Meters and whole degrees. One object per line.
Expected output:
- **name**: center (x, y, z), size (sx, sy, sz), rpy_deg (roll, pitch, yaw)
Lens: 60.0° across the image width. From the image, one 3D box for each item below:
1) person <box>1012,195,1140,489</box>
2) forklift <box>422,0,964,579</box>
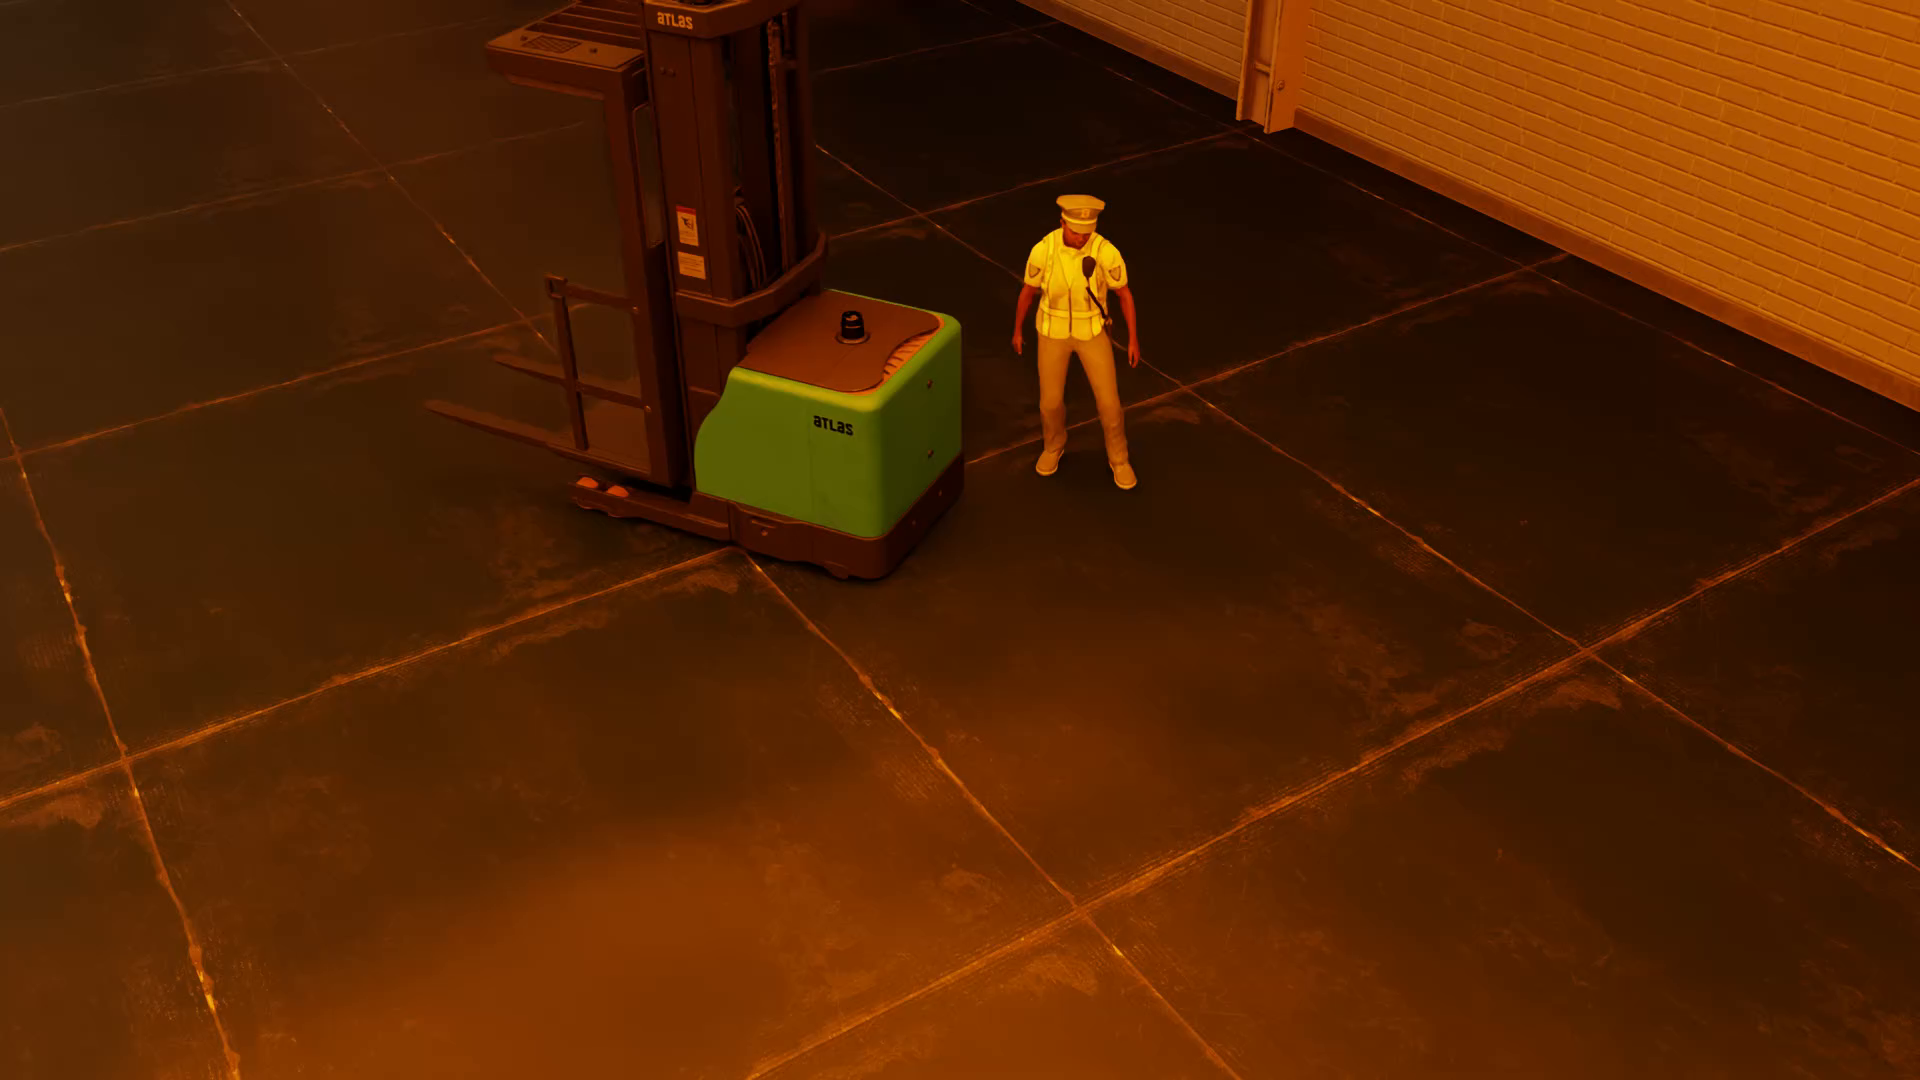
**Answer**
- **person**: center (0.629, -1.068, 8.801), size (0.727, 1.636, 0.377), rpy_deg (5, 35, 7)
- **forklift**: center (-1.534, -1.574, 8.388), size (3.031, 2.935, 1.130), rpy_deg (15, 38, 21)
